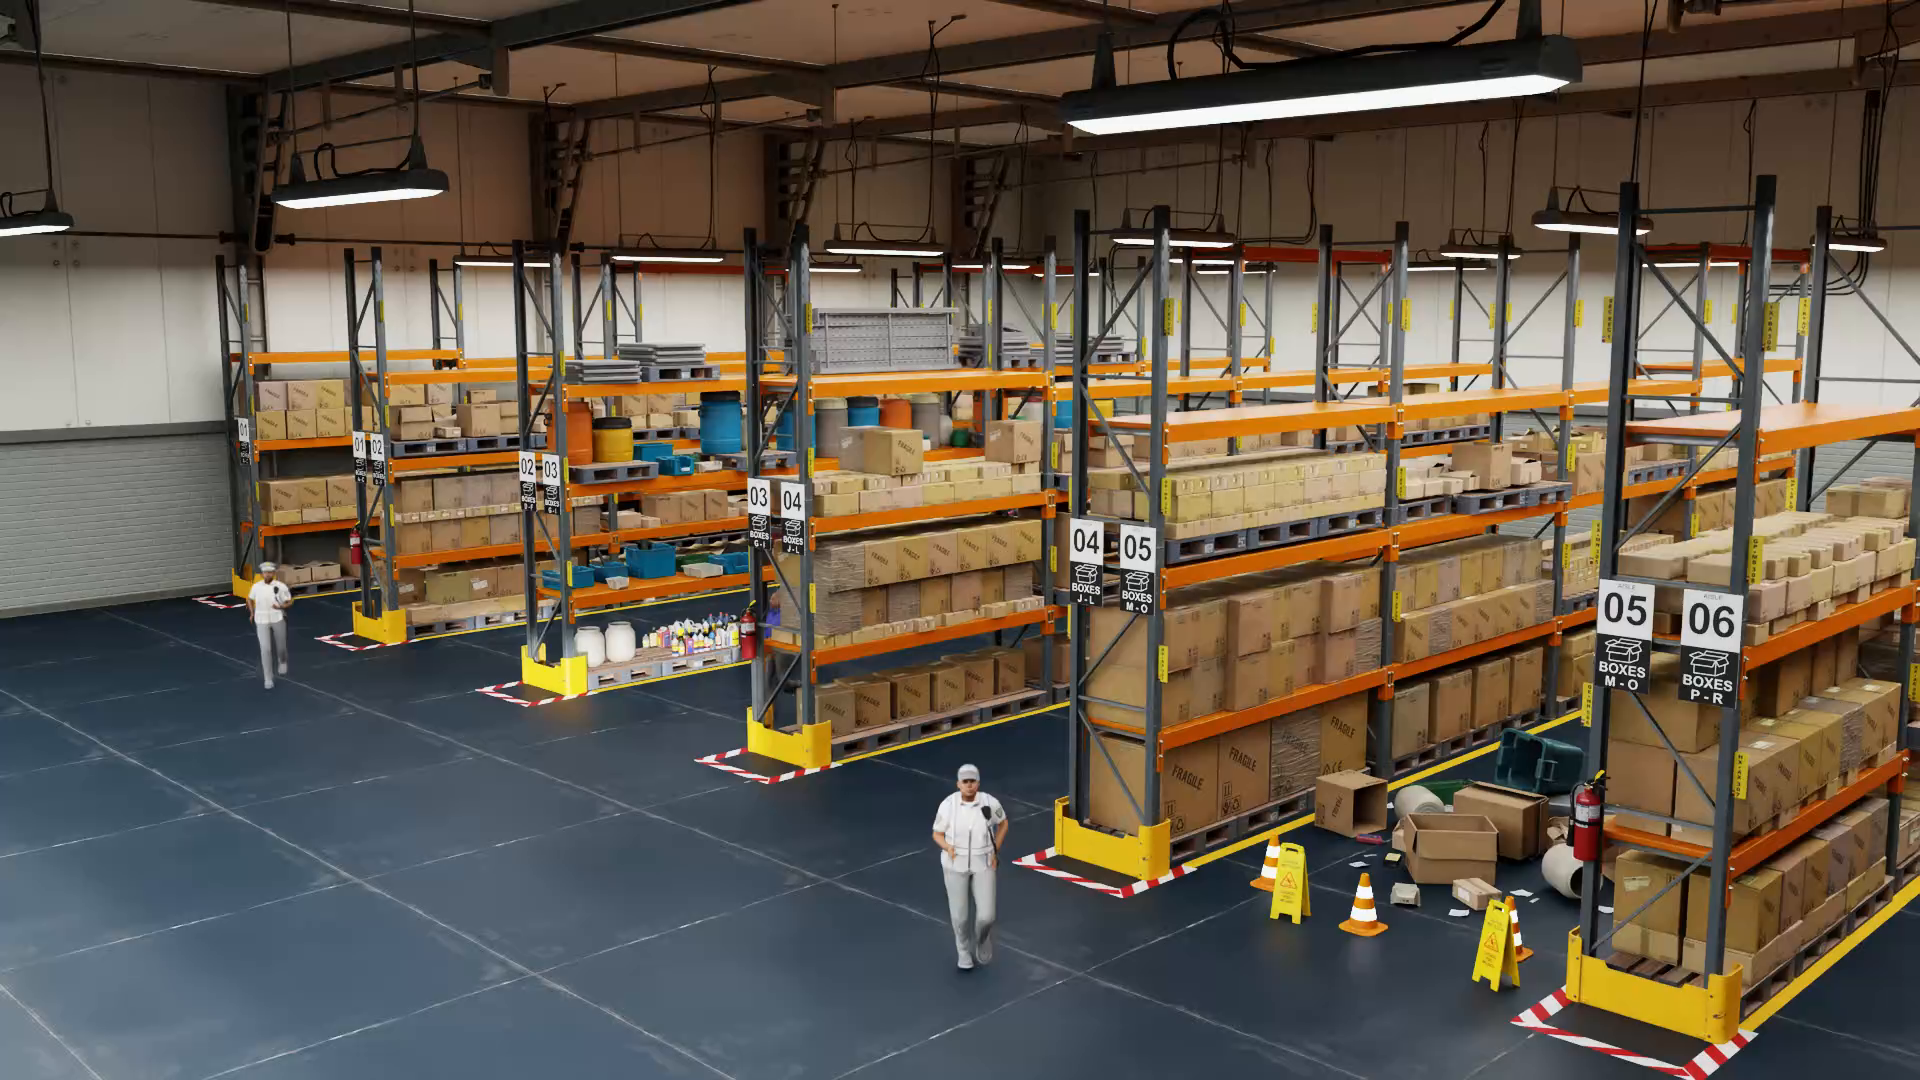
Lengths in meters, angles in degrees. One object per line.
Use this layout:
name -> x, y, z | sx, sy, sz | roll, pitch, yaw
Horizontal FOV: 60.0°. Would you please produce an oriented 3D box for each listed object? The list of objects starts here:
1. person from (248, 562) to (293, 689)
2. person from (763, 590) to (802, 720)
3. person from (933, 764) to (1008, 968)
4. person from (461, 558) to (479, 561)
person -> -9.382, 1.120, 22.634 | 0.583, 1.676, 0.904 | -3, 9, -18
person -> -2.234, 1.428, 20.773 | 0.607, 1.631, 0.797 | 7, 11, 42
person -> 0.085, 2.546, 12.862 | 0.594, 1.624, 0.550 | 0, 8, -1
person -> -8.532, 0.300, 28.821 | 0.582, 1.668, 0.673 | 5, 10, 34
